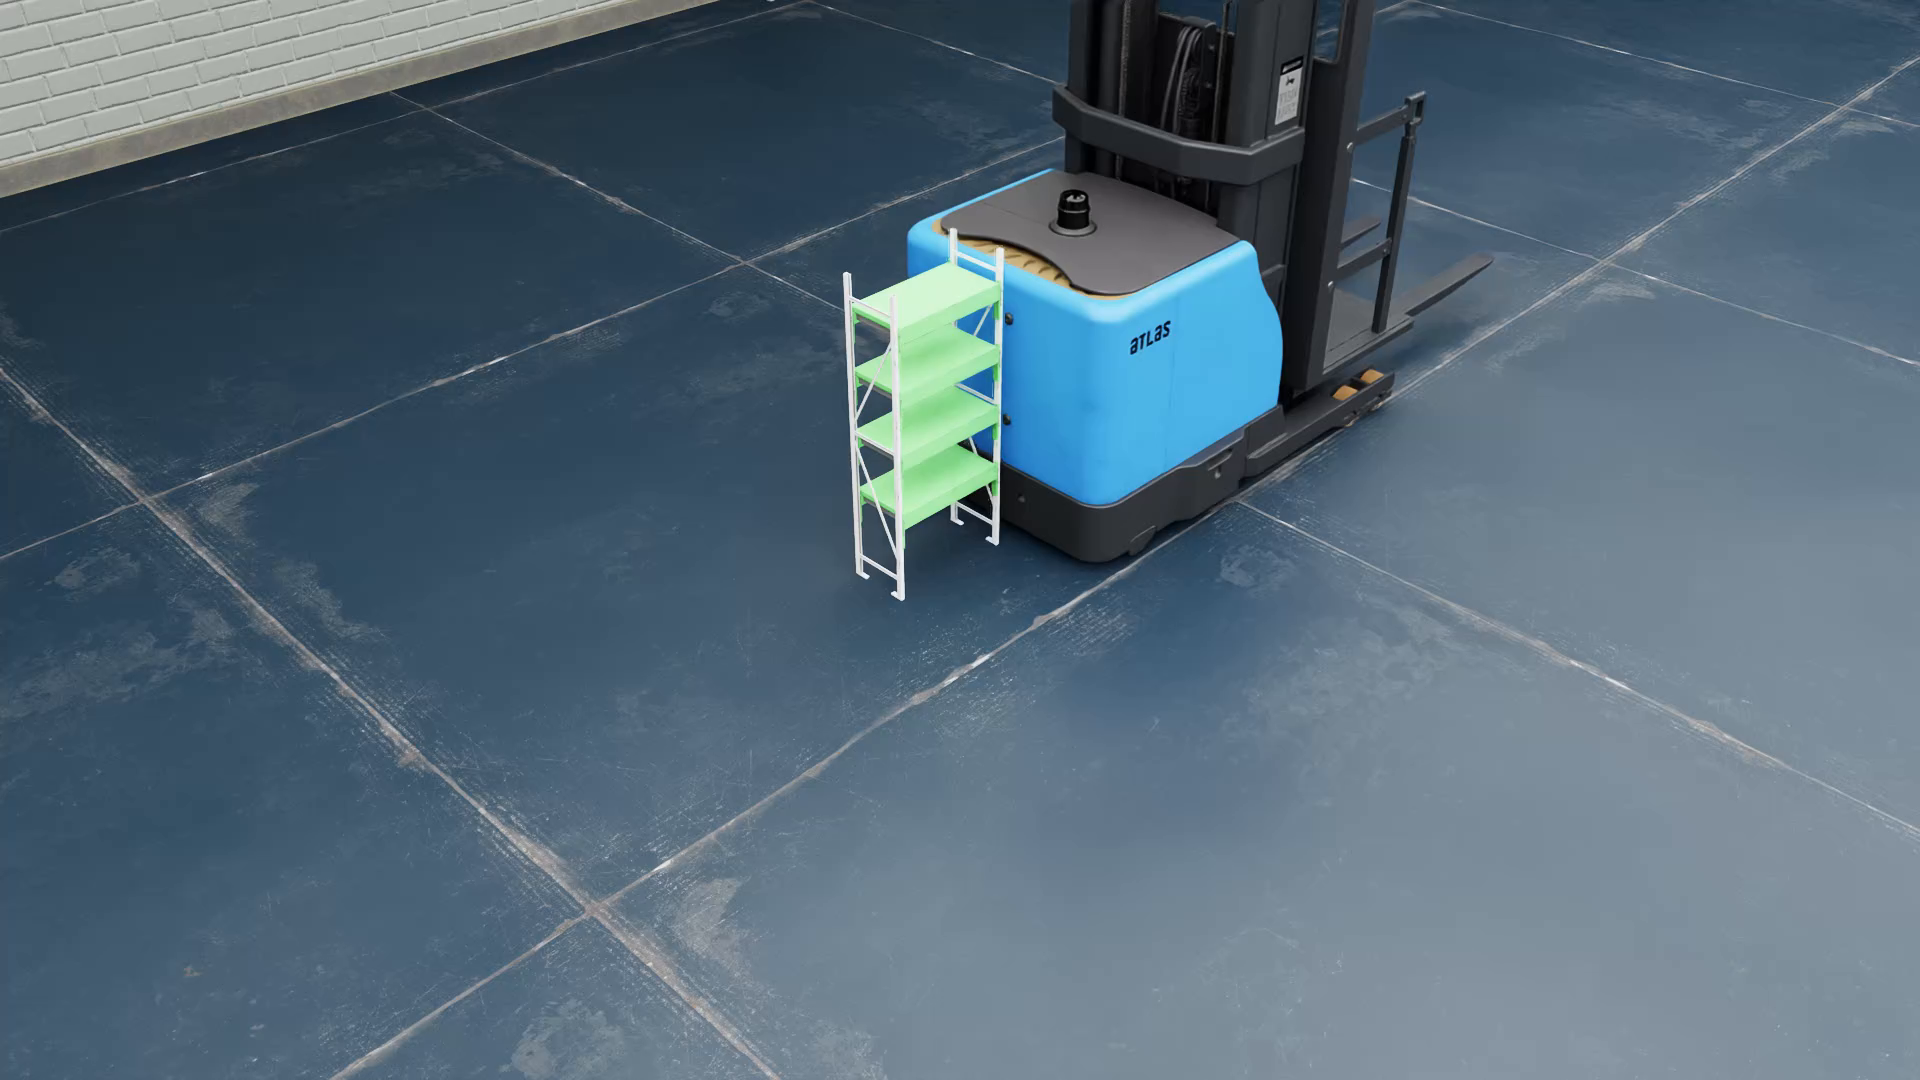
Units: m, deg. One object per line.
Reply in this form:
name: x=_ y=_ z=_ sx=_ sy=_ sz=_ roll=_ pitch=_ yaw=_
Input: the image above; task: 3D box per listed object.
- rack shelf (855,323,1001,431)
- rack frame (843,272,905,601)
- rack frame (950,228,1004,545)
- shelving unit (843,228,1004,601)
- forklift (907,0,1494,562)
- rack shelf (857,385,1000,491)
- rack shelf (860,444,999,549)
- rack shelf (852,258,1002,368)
rack shelf: x=-0.117 y=-0.569 z=5.710 sx=0.258 sy=0.148 sz=0.480 roll=30 pitch=45 yaw=35
rack frame: x=-0.289 y=-0.326 z=5.668 sx=0.240 sy=1.200 sz=0.015 roll=30 pitch=45 yaw=35
rack frame: x=0.055 y=-0.524 z=5.952 sx=0.240 sy=1.200 sz=0.015 roll=30 pitch=45 yaw=35
shelving unit: x=-0.117 y=-0.425 z=5.810 sx=0.258 sy=1.200 sz=0.503 roll=30 pitch=45 yaw=35
forklift: x=1.189 y=-1.861 z=6.357 sx=1.130 sy=2.935 sz=3.031 roll=30 pitch=45 yaw=35
rack shelf: x=-0.117 y=-0.373 z=5.847 sx=0.258 sy=0.148 sz=0.480 roll=30 pitch=45 yaw=35
rack shelf: x=-0.117 y=-0.176 z=5.984 sx=0.258 sy=0.148 sz=0.480 roll=30 pitch=45 yaw=35
rack shelf: x=-0.117 y=-0.766 z=5.572 sx=0.258 sy=0.148 sz=0.480 roll=30 pitch=45 yaw=35
